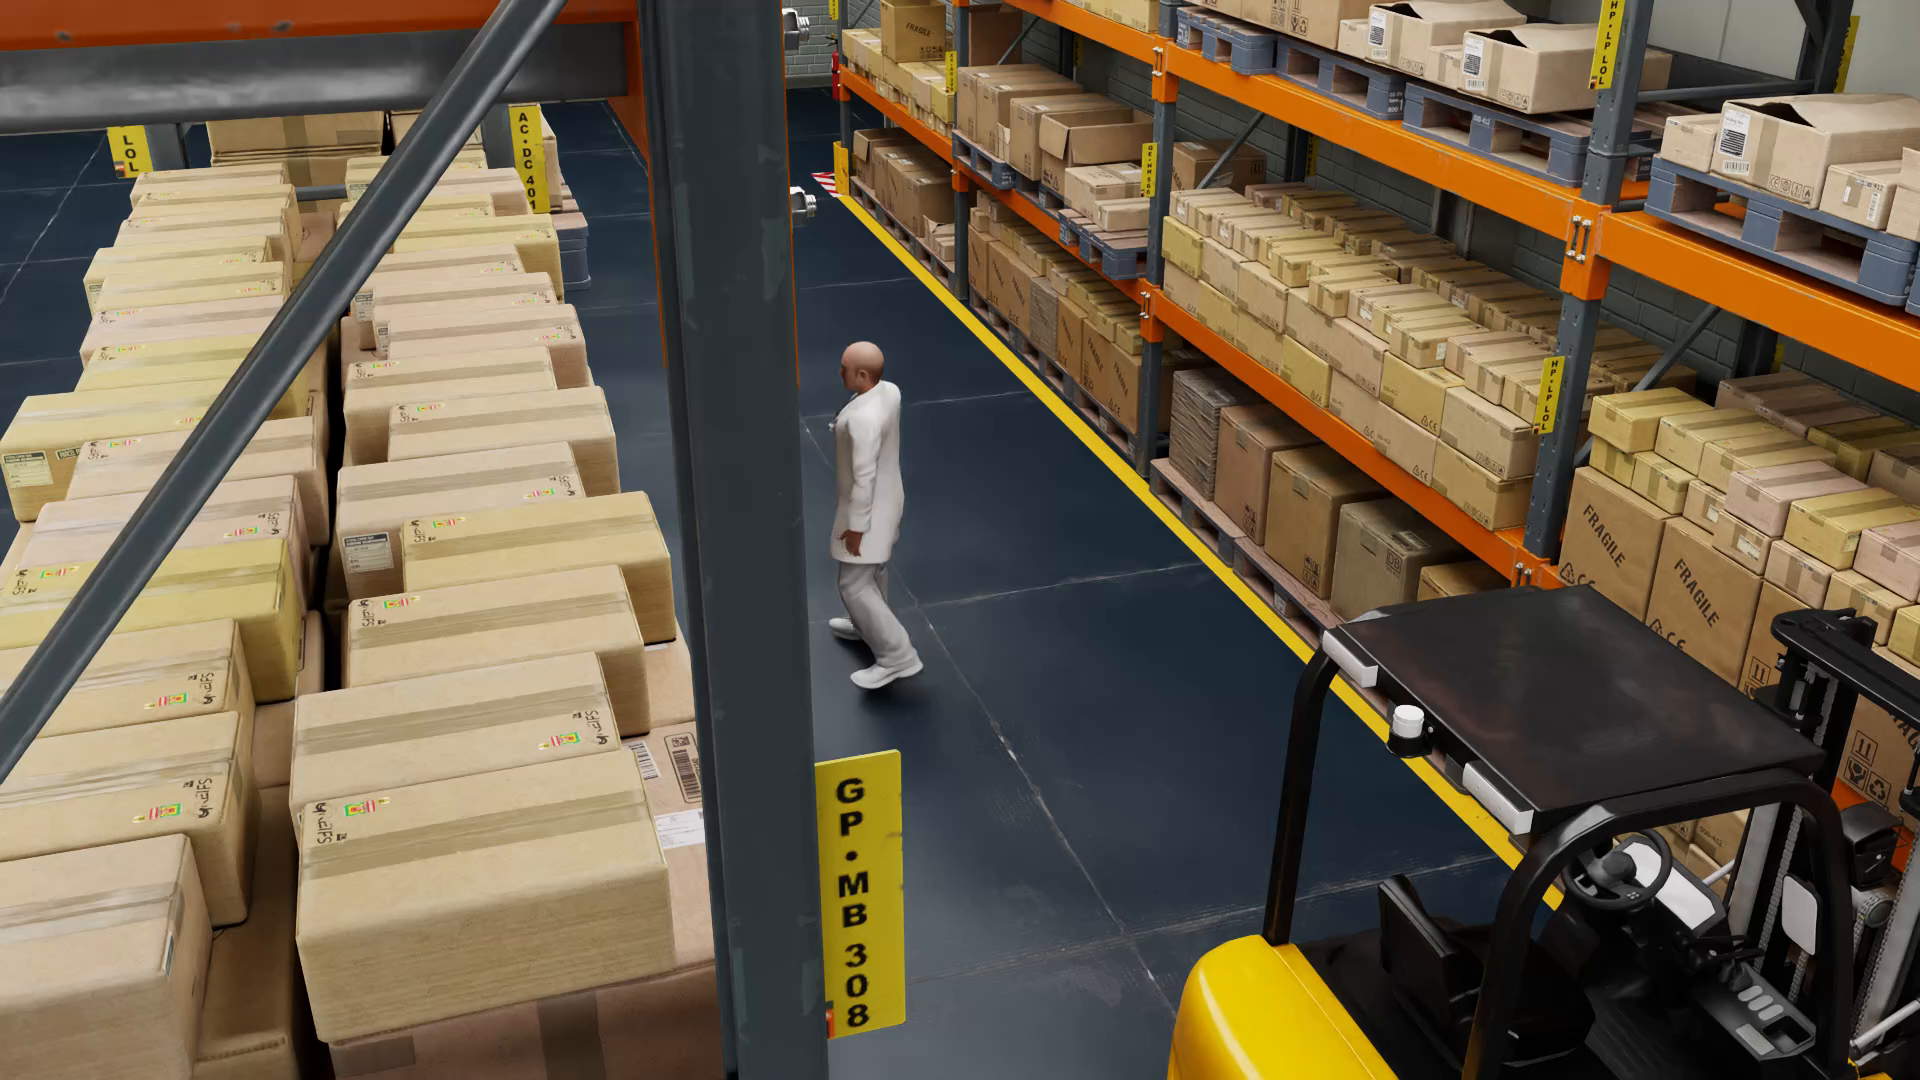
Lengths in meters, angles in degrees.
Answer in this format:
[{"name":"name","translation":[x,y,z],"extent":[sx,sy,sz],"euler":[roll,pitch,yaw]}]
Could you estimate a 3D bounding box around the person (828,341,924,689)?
[{"name":"person","translation":[-0.458,-0.156,8.419],"extent":[0.660,1.775,0.691],"euler":[6,27,13]}]
